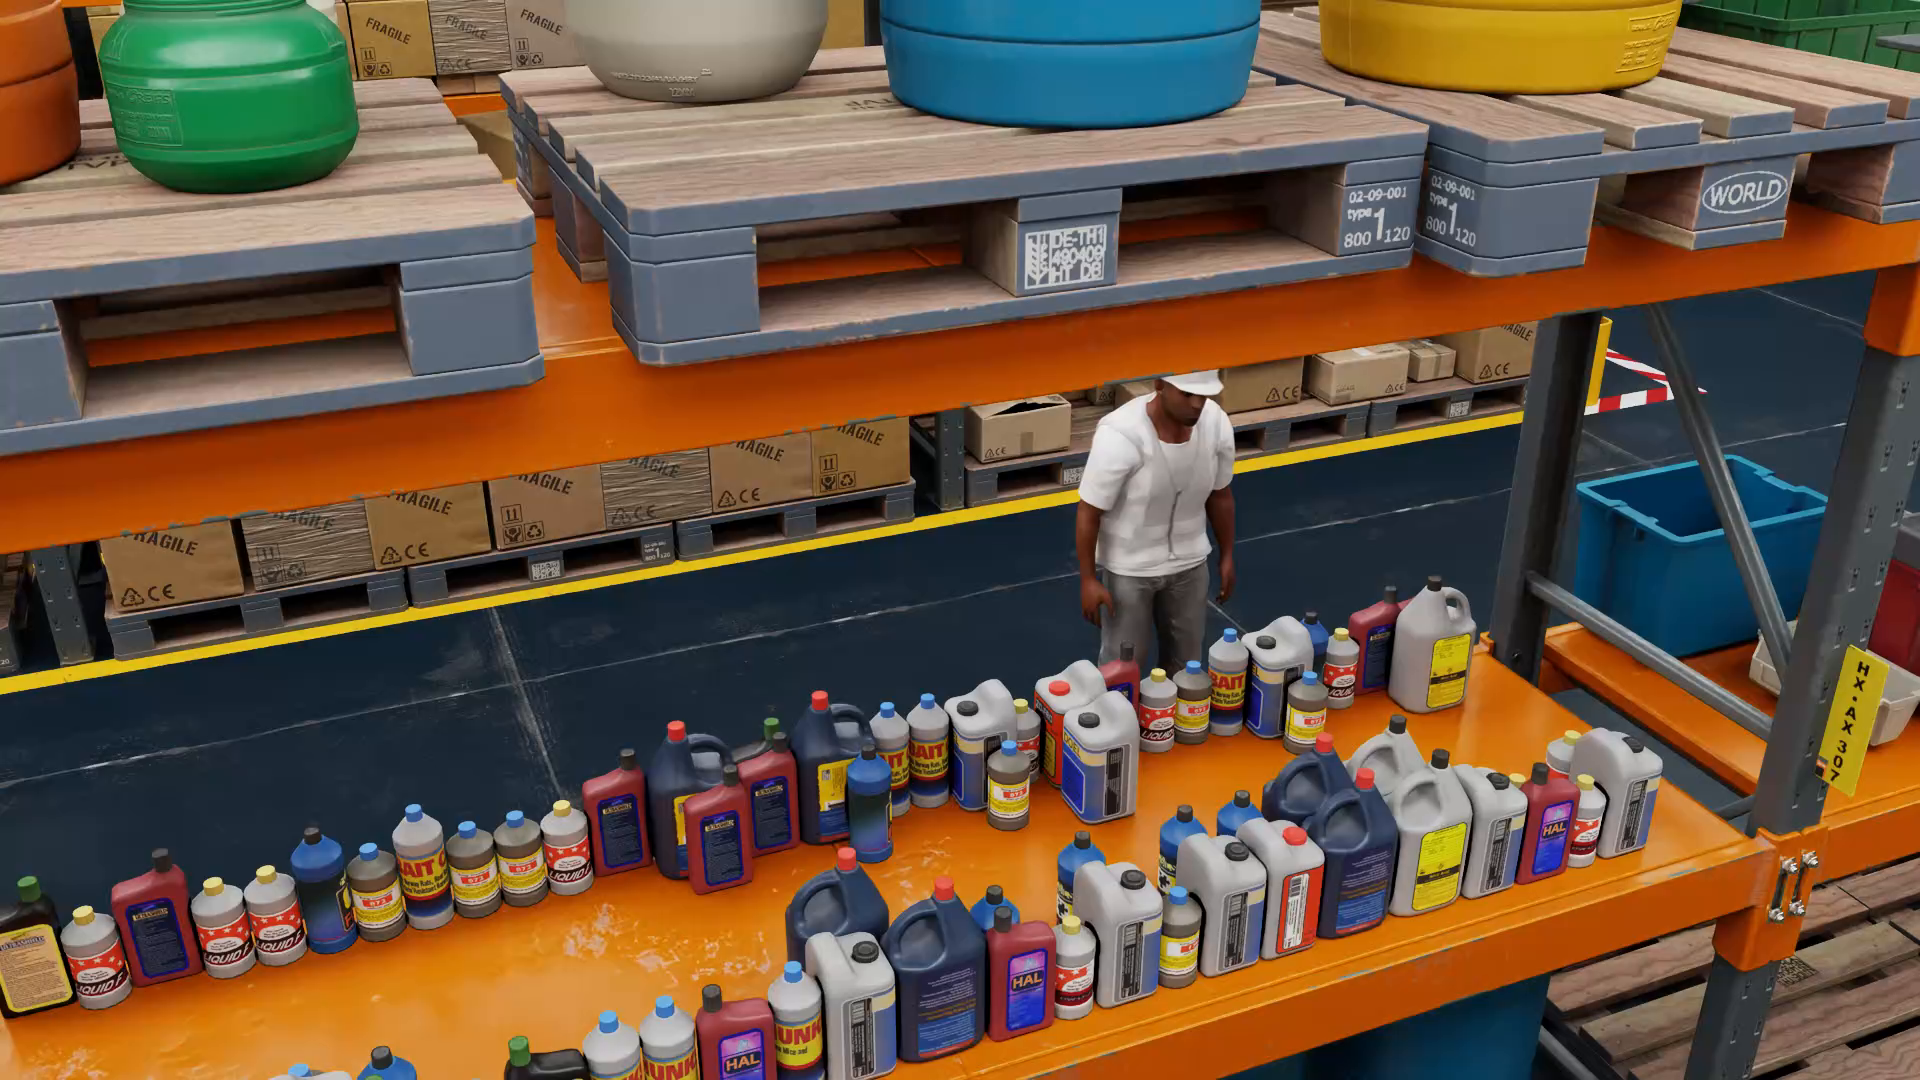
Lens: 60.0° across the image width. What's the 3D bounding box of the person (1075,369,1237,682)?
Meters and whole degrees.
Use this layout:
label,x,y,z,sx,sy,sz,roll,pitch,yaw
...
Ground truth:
label,x,y,z,sx,sy,sz,roll,pitch,yaw
person,0.702,0.100,5.883,0.626,1.761,0.459,-11,28,-21
